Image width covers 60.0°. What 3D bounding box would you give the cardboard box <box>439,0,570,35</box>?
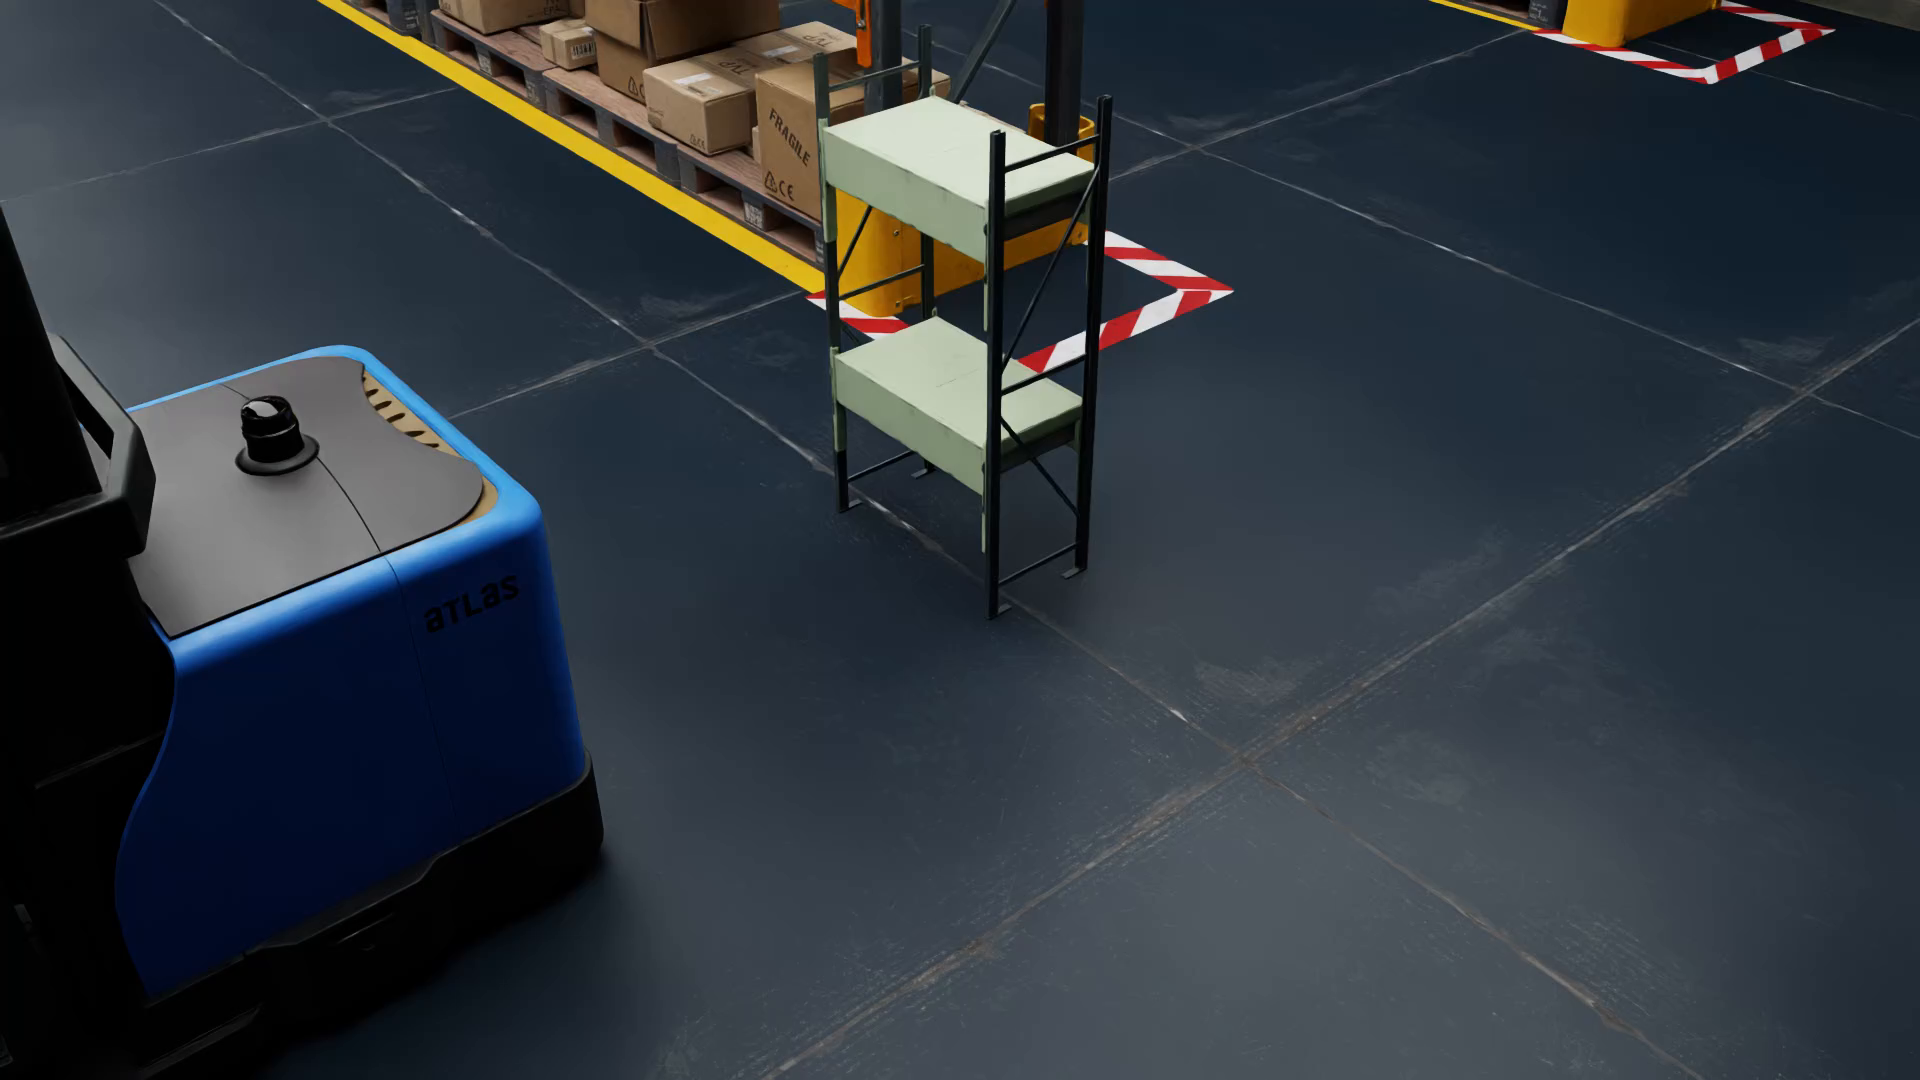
[{"bbox_3d":[-2.409,-2.916,8.717,0.500,0.311,0.500,-26,43,-32],"label":"cardboard box"}]

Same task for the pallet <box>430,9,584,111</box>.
[{"bbox_3d":[-2.072,-2.658,8.820,1.003,0.211,1.213,-26,43,-32],"label":"pallet"}]

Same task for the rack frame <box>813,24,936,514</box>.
[{"bbox_3d":[-0.241,-0.777,5.049,0.400,1.500,0.023,-26,43,-32],"label":"rack frame"}]

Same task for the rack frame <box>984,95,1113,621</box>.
[{"bbox_3d":[0.232,-0.453,4.593,0.400,1.500,0.023,-26,43,-32],"label":"rack frame"}]

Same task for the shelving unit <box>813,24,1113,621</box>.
[{"bbox_3d":[-0.004,-0.615,4.821,0.431,1.500,0.755,-26,43,-32],"label":"shelving unit"}]

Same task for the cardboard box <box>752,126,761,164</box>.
[{"bbox_3d":[-0.665,-1.717,7.150,0.380,0.166,0.250,-26,43,-32],"label":"cardboard box"}]

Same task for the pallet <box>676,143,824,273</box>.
[{"bbox_3d":[-0.497,-1.580,7.299,1.003,0.211,1.213,-26,43,-32],"label":"pallet"}]

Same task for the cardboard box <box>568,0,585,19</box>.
[{"bbox_3d":[-1.930,-3.113,8.832,0.500,0.500,0.500,-26,43,-32],"label":"cardboard box"}]

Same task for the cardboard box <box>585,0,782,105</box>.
[{"bbox_3d":[-1.298,-2.433,7.869,0.797,0.503,0.637,-26,43,-32],"label":"cardboard box"}]

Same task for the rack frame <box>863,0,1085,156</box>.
[{"bbox_3d":[0.067,-2.333,5.949,1.000,3.000,0.127,-26,43,-32],"label":"rack frame"}]

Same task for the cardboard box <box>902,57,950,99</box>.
[{"bbox_3d":[-0.390,-1.957,7.417,0.500,0.250,0.500,-26,43,-32],"label":"cardboard box"}]

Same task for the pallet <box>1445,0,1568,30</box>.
[{"bbox_3d":[3.273,-3.368,9.824,1.003,0.211,1.213,-26,43,-32],"label":"pallet"}]

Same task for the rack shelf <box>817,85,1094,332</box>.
[{"bbox_3d":[-0.004,-0.933,4.595,0.431,0.370,0.720,-26,43,-32],"label":"rack shelf"}]

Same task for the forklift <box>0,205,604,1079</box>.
[{"bbox_3d":[-2.329,-0.063,2.802,3.031,2.935,1.130,-26,43,-32],"label":"forklift"}]

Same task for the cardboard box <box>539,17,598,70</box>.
[{"bbox_3d":[-1.843,-2.479,8.225,0.380,0.166,0.250,-26,43,-32],"label":"cardboard box"}]

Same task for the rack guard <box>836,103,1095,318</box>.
[{"bbox_3d":[0.018,-1.347,6.719,1.175,0.500,0.348,-26,43,-32],"label":"rack guard"}]

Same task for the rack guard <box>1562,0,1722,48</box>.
[{"bbox_3d":[3.864,-3.152,9.268,1.175,0.500,0.348,-26,43,-32],"label":"rack guard"}]

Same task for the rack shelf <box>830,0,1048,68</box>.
[{"bbox_3d":[-1.224,-2.923,7.404,1.077,0.370,4.000,-26,43,-32],"label":"rack shelf"}]

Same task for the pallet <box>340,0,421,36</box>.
[{"bbox_3d":[-3.068,-3.306,9.736,1.003,0.211,1.213,-26,43,-32],"label":"pallet"}]

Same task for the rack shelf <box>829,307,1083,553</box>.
[{"bbox_3d":[-0.004,-0.349,5.009,0.431,0.370,0.720,-26,43,-32],"label":"rack shelf"}]

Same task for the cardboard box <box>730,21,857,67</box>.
[{"bbox_3d":[-0.713,-2.178,7.729,0.500,0.250,0.500,-26,43,-32],"label":"cardboard box"}]

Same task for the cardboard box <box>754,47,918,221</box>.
[{"bbox_3d":[-0.472,-1.641,6.754,0.500,0.500,0.500,-26,43,-32],"label":"cardboard box"}]

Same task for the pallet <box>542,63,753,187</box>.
[{"bbox_3d":[-1.280,-2.119,8.059,1.003,0.211,1.213,-26,43,-32],"label":"pallet"}]

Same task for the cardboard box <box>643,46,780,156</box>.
[{"bbox_3d":[-1.062,-1.970,7.434,0.500,0.250,0.500,-26,43,-32],"label":"cardboard box"}]

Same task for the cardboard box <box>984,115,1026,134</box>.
[{"bbox_3d":[0.059,-1.663,7.088,0.380,0.149,0.250,-26,43,-32],"label":"cardboard box"}]

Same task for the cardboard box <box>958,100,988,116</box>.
[{"bbox_3d":[-0.102,-1.780,7.239,0.380,0.166,0.250,-26,43,-32],"label":"cardboard box"}]

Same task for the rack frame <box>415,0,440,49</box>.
[{"bbox_3d":[-2.514,-4.099,8.443,1.000,3.000,0.127,-26,43,-32],"label":"rack frame"}]
